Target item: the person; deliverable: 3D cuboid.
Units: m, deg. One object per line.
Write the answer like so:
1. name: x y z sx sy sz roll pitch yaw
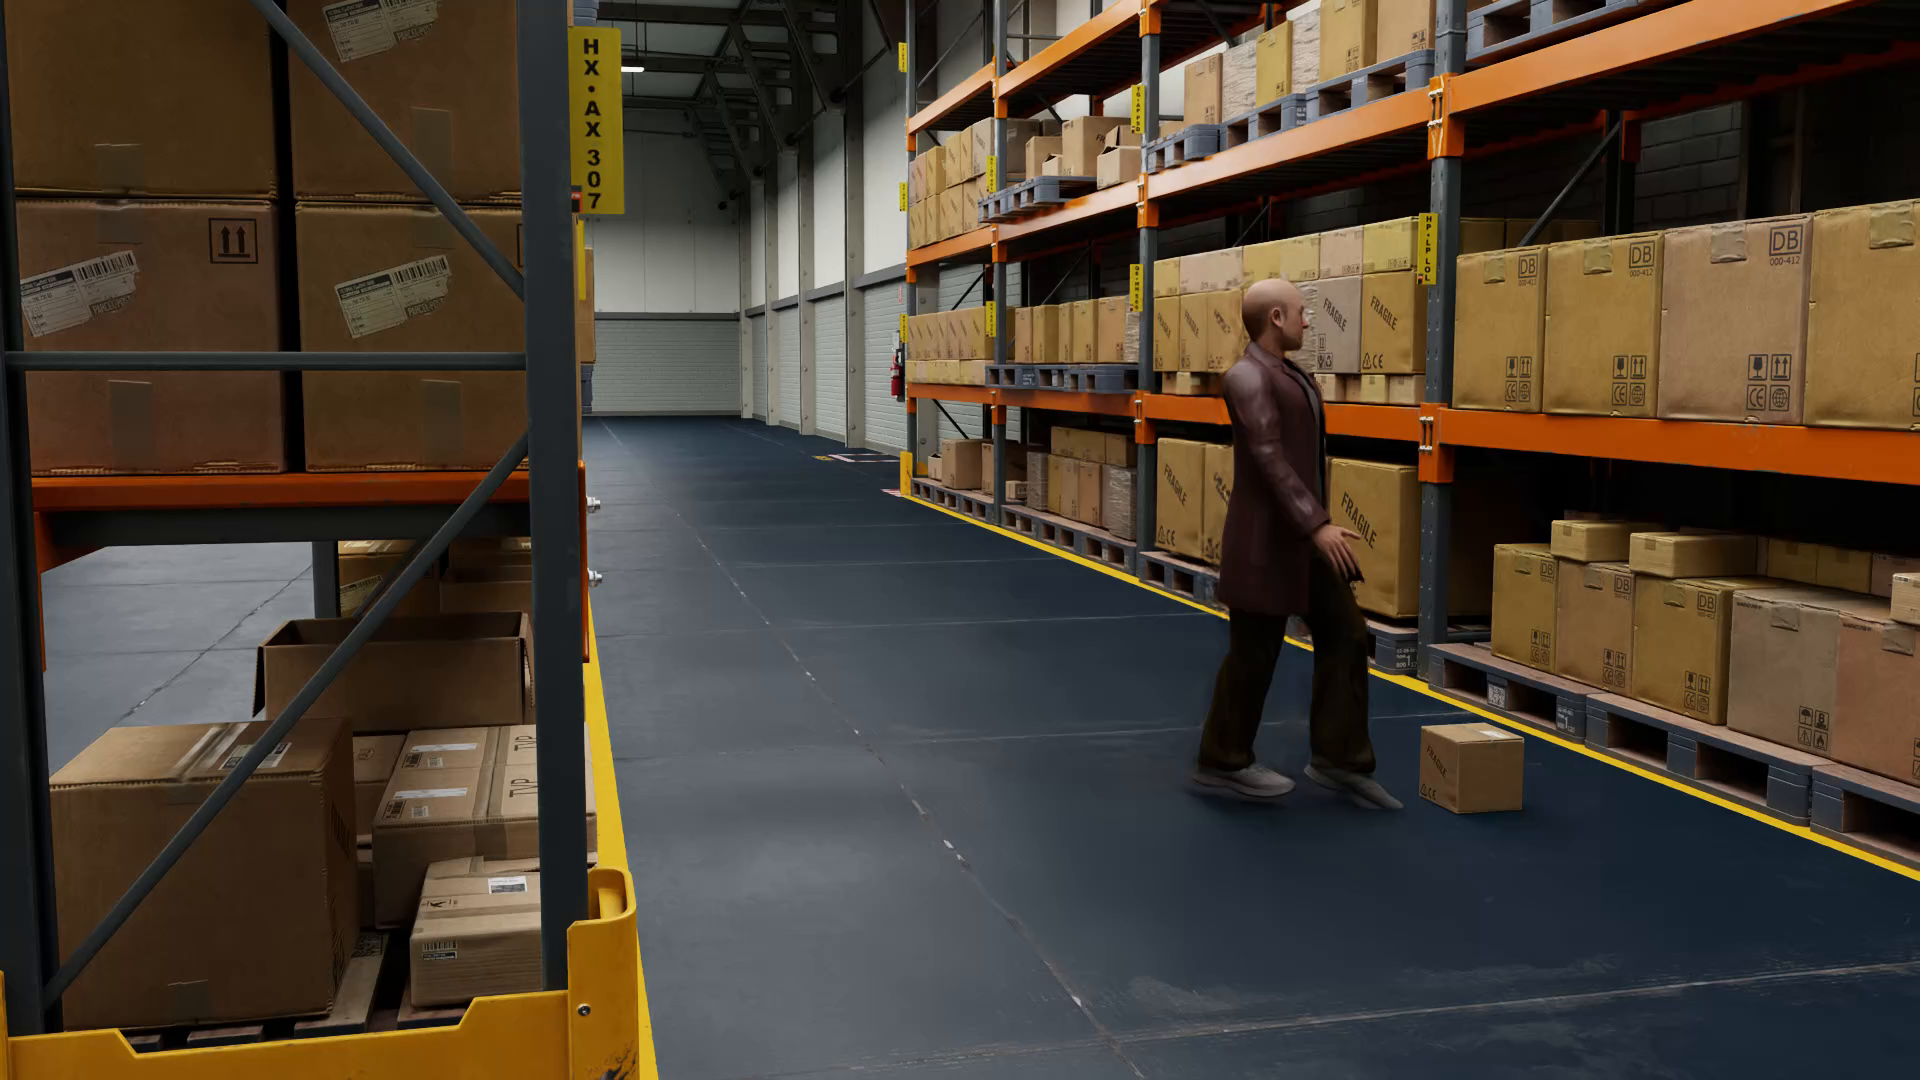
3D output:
1. person: 1.140 0.039 5.623 0.695 1.832 0.598 4 7 32
